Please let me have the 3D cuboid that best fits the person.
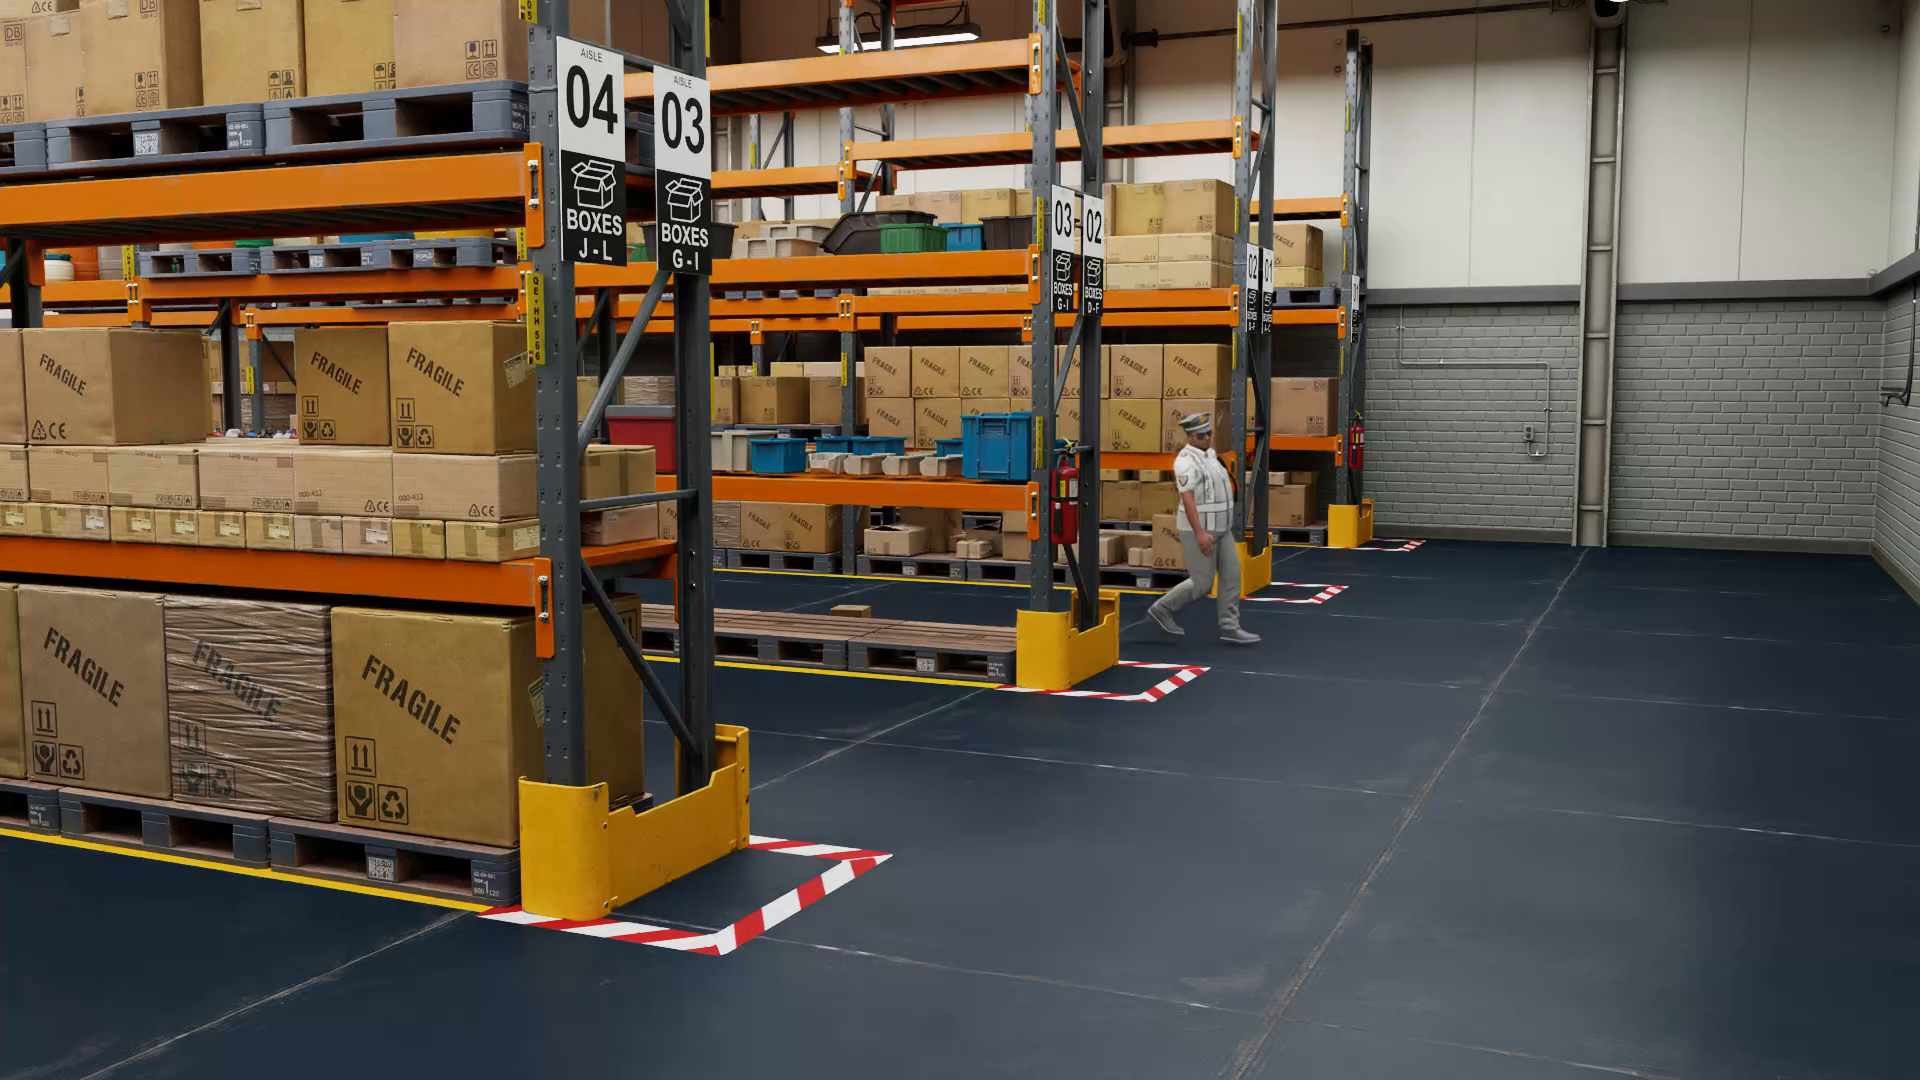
[{"bbox_3d":[1.794,-0.087,12.329,0.774,1.713,0.563,4,7,38],"label":"person"}]
